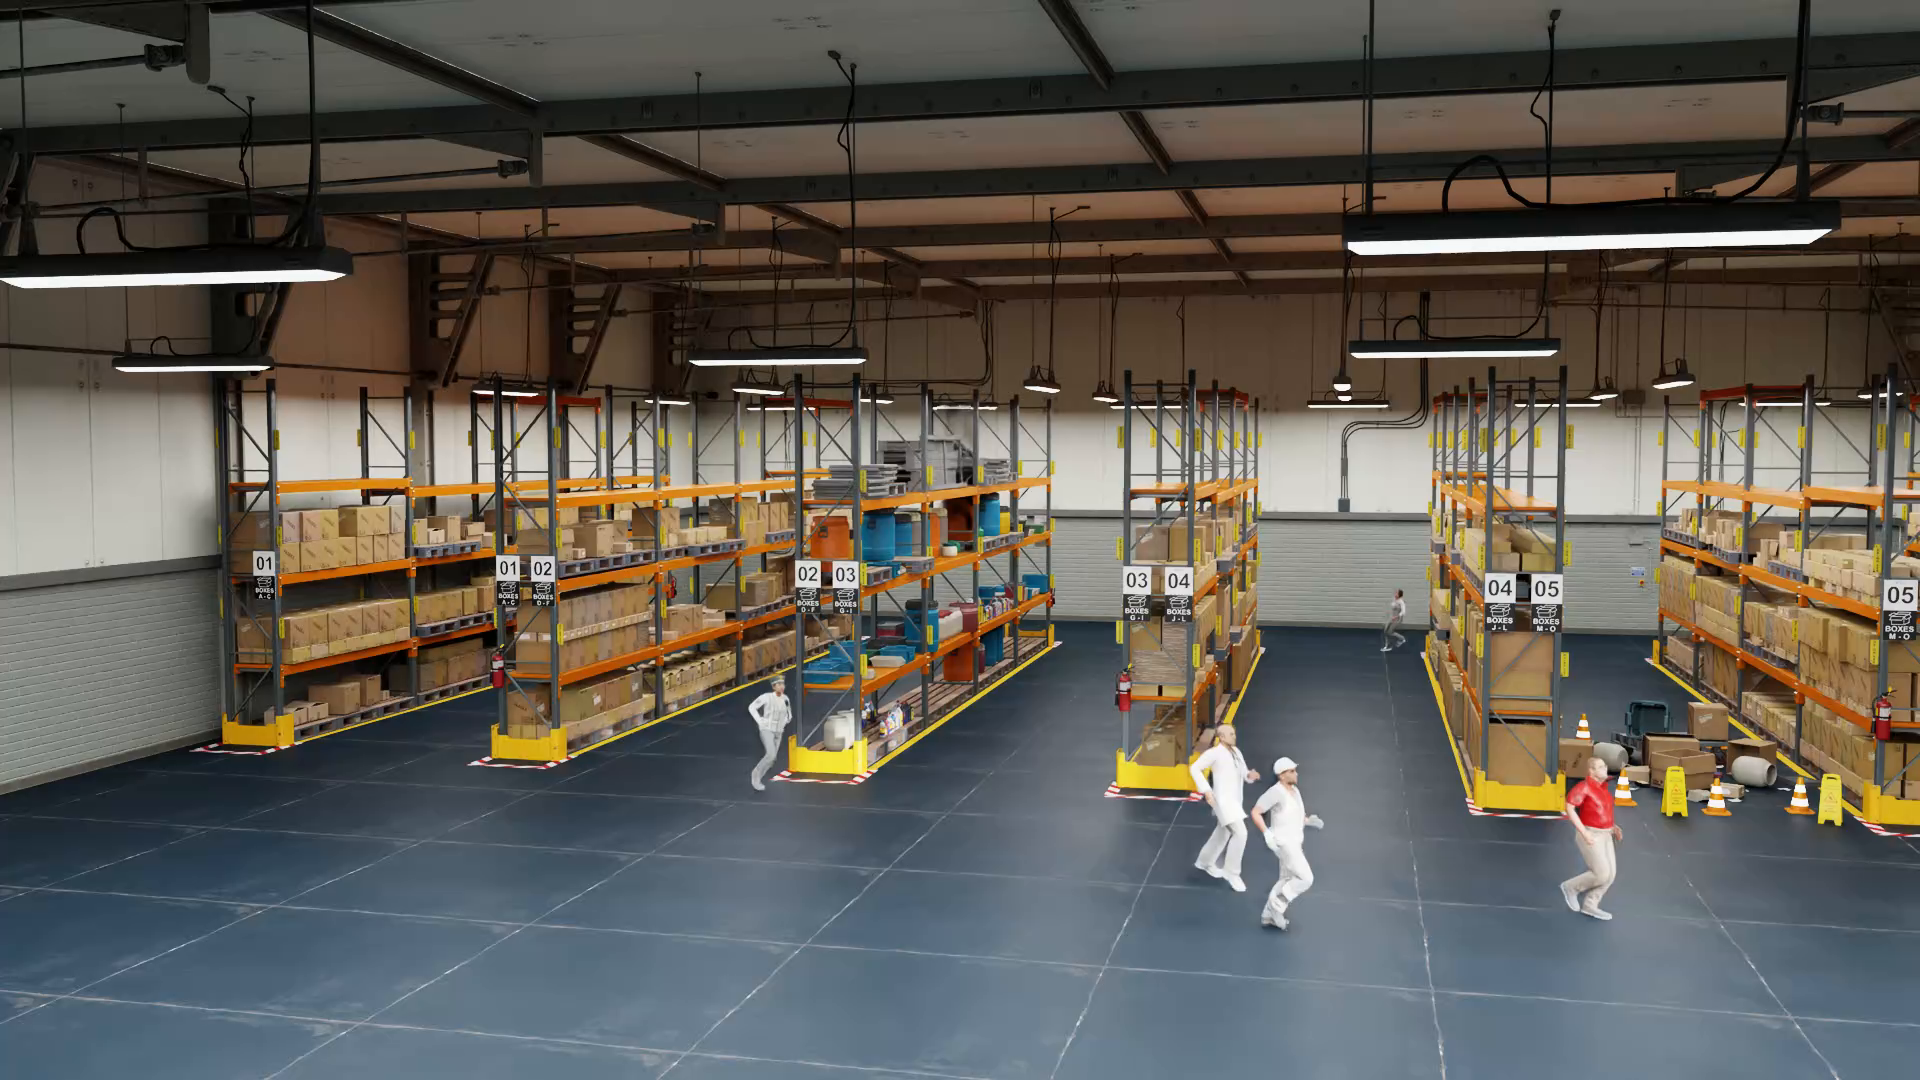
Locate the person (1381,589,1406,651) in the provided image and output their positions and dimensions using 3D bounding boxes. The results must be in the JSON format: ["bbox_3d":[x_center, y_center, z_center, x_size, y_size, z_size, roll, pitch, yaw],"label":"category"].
[{"bbox_3d":[10.356,1.899,39.365,0.562,1.522,0.607,-1,4,-15],"label":"person"}]

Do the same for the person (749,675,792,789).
[{"bbox_3d":[-2.674,2.745,23.816,0.601,1.638,0.545,-3,5,-42],"label":"person"}]

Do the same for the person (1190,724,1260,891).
[{"bbox_3d":[2.990,2.995,18.708,0.835,1.849,0.669,3,4,36],"label":"person"}]

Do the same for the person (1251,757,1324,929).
[{"bbox_3d":[3.369,3.088,16.913,0.642,1.740,0.637,2,4,32],"label":"person"}]

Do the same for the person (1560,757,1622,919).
[{"bbox_3d":[6.622,3.116,17.441,0.658,1.690,0.548,-3,4,-40],"label":"person"}]
